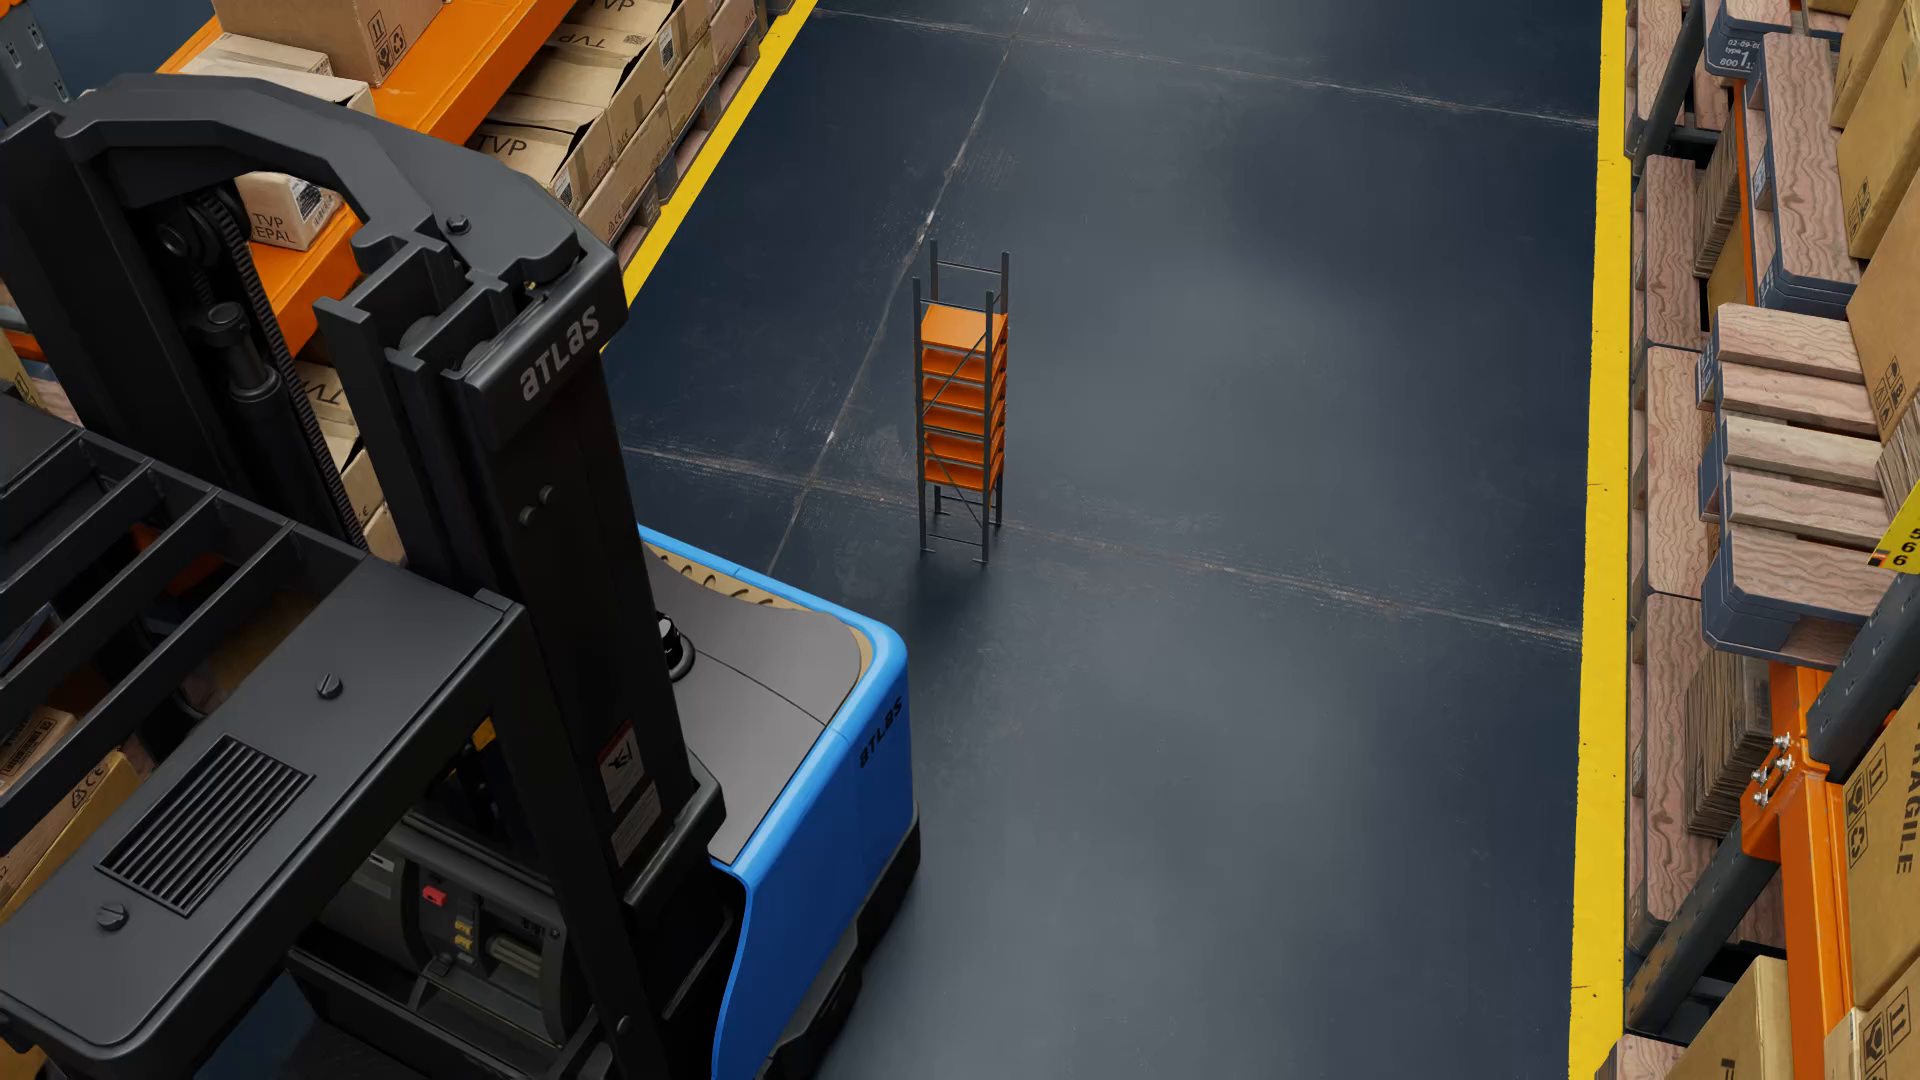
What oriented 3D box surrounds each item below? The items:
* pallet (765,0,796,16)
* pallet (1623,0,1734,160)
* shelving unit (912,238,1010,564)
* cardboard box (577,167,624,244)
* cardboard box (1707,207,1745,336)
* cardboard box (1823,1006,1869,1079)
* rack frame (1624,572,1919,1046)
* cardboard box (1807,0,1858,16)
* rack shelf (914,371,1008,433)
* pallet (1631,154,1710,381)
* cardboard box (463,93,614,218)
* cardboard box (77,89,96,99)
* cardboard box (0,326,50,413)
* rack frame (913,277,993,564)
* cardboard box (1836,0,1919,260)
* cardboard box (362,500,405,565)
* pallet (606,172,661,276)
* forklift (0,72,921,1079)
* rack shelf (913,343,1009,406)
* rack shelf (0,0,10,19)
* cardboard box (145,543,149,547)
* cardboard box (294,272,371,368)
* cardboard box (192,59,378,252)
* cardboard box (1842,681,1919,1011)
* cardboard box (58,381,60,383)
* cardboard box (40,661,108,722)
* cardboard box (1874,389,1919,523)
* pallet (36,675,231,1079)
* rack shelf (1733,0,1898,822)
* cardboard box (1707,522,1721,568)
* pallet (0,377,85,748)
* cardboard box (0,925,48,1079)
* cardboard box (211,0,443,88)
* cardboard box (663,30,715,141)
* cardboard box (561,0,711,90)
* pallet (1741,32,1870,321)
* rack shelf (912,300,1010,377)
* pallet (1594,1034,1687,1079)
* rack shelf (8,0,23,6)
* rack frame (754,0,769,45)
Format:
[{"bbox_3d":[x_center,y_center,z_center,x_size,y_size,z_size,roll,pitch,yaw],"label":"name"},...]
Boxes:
[{"bbox_3d":[-1.156,-3.106,8.350,1.003,0.211,1.213,12,50,10],"label":"pallet"},{"bbox_3d":[3.517,-2.057,7.425,1.003,0.211,1.213,12,50,10],"label":"pallet"},{"bbox_3d":[0.004,-0.407,5.309,0.258,1.200,0.189,12,50,10],"label":"shelving unit"},{"bbox_3d":[-1.640,-1.230,6.389,0.500,0.250,0.500,12,50,11],"label":"cardboard box"},{"bbox_3d":[3.109,-0.886,5.905,0.700,0.500,0.500,11,49,9],"label":"cardboard box"},{"bbox_3d":[1.785,1.031,2.993,0.380,0.149,0.250,13,50,11],"label":"cardboard box"},{"bbox_3d":[2.321,0.406,3.391,1.000,3.000,0.127,12,50,10],"label":"rack frame"},{"bbox_3d":[3.053,-1.901,5.067,0.700,0.500,0.500,16,51,14],"label":"cardboard box"},{"bbox_3d":[0.004,-0.458,5.253,0.258,0.103,0.180,12,50,10],"label":"rack shelf"},{"bbox_3d":[3.171,-1.001,6.492,1.003,0.211,1.213,12,50,10],"label":"pallet"},{"bbox_3d":[-1.636,-1.426,6.188,0.500,0.311,0.500,11,49,10],"label":"cardboard box"},{"bbox_3d":[-2.488,-1.190,4.968,0.380,0.149,0.250,12,50,10],"label":"cardboard box"},{"bbox_3d":[-2.516,-0.263,3.634,0.700,0.500,0.500,-3,49,-3],"label":"cardboard box"},{"bbox_3d":[-0.020,-0.341,5.251,0.240,1.200,0.006,12,50,10],"label":"rack frame"},{"bbox_3d":[2.742,-1.020,4.289,0.700,0.500,0.500,12,50,10],"label":"cardboard box"},{"bbox_3d":[-2.037,-0.118,5.408,0.500,0.250,0.500,11,50,10],"label":"cardboard box"},{"bbox_3d":[-1.881,-1.113,6.592,1.003,0.211,1.213,12,50,10],"label":"pallet"},{"bbox_3d":[-1.235,0.793,3.095,1.130,2.935,3.031,21,52,18],"label":"forklift"},{"bbox_3d":[0.004,-0.537,5.163,0.258,0.103,0.180,12,50,10],"label":"rack shelf"},{"bbox_3d":[-2.985,0.124,2.119,1.077,0.370,4.000,12,50,10],"label":"rack shelf"},{"bbox_3d":[-2.555,-0.226,5.503,0.500,0.250,0.500,13,50,11],"label":"cardboard box"},{"bbox_3d":[-1.907,-0.686,5.534,0.500,0.311,0.500,10,49,9],"label":"cardboard box"},{"bbox_3d":[-2.036,-1.148,4.822,0.500,0.311,0.500,11,49,10],"label":"cardboard box"},{"bbox_3d":[1.947,0.569,2.969,0.500,0.500,0.500,13,50,11],"label":"cardboard box"},{"bbox_3d":[-2.558,-0.411,5.292,0.500,0.311,0.500,13,50,11],"label":"cardboard box"},{"bbox_3d":[-2.854,0.386,4.782,0.500,0.500,0.500,13,50,12],"label":"cardboard box"},{"bbox_3d":[2.435,-0.114,3.490,0.700,0.500,0.500,6,49,6],"label":"cardboard box"},{"bbox_3d":[-2.692,0.887,4.827,1.003,0.211,1.213,12,50,10],"label":"pallet"},{"bbox_3d":[2.848,-0.802,4.937,1.077,0.370,4.000,12,50,10],"label":"rack shelf"},{"bbox_3d":[2.812,-0.158,5.262,0.700,0.500,0.500,11,50,10],"label":"cardboard box"},{"bbox_3d":[-2.569,-0.001,3.878,1.213,0.211,1.003,12,50,10],"label":"pallet"},{"bbox_3d":[-2.615,1.210,4.055,0.500,0.500,0.500,10,49,9],"label":"cardboard box"},{"bbox_3d":[-2.033,-1.818,5.288,0.500,0.500,0.500,9,49,8],"label":"cardboard box"},{"bbox_3d":[-1.370,-1.968,7.040,0.500,0.250,0.500,11,49,9],"label":"cardboard box"},{"bbox_3d":[-1.367,-2.149,6.826,0.500,0.311,0.500,13,50,11],"label":"cardboard box"},{"bbox_3d":[2.803,-0.970,4.733,1.003,0.211,1.213,12,50,10],"label":"pallet"},{"bbox_3d":[0.004,-0.616,5.073,0.258,0.103,0.180,12,50,10],"label":"rack shelf"},{"bbox_3d":[2.041,1.885,3.946,1.003,0.211,1.213,12,50,10],"label":"pallet"},{"bbox_3d":[-1.932,-2.770,4.673,1.077,0.370,4.000,12,50,10],"label":"rack shelf"},{"bbox_3d":[-1.406,-3.462,6.805,1.000,3.000,0.127,12,50,10],"label":"rack frame"}]
